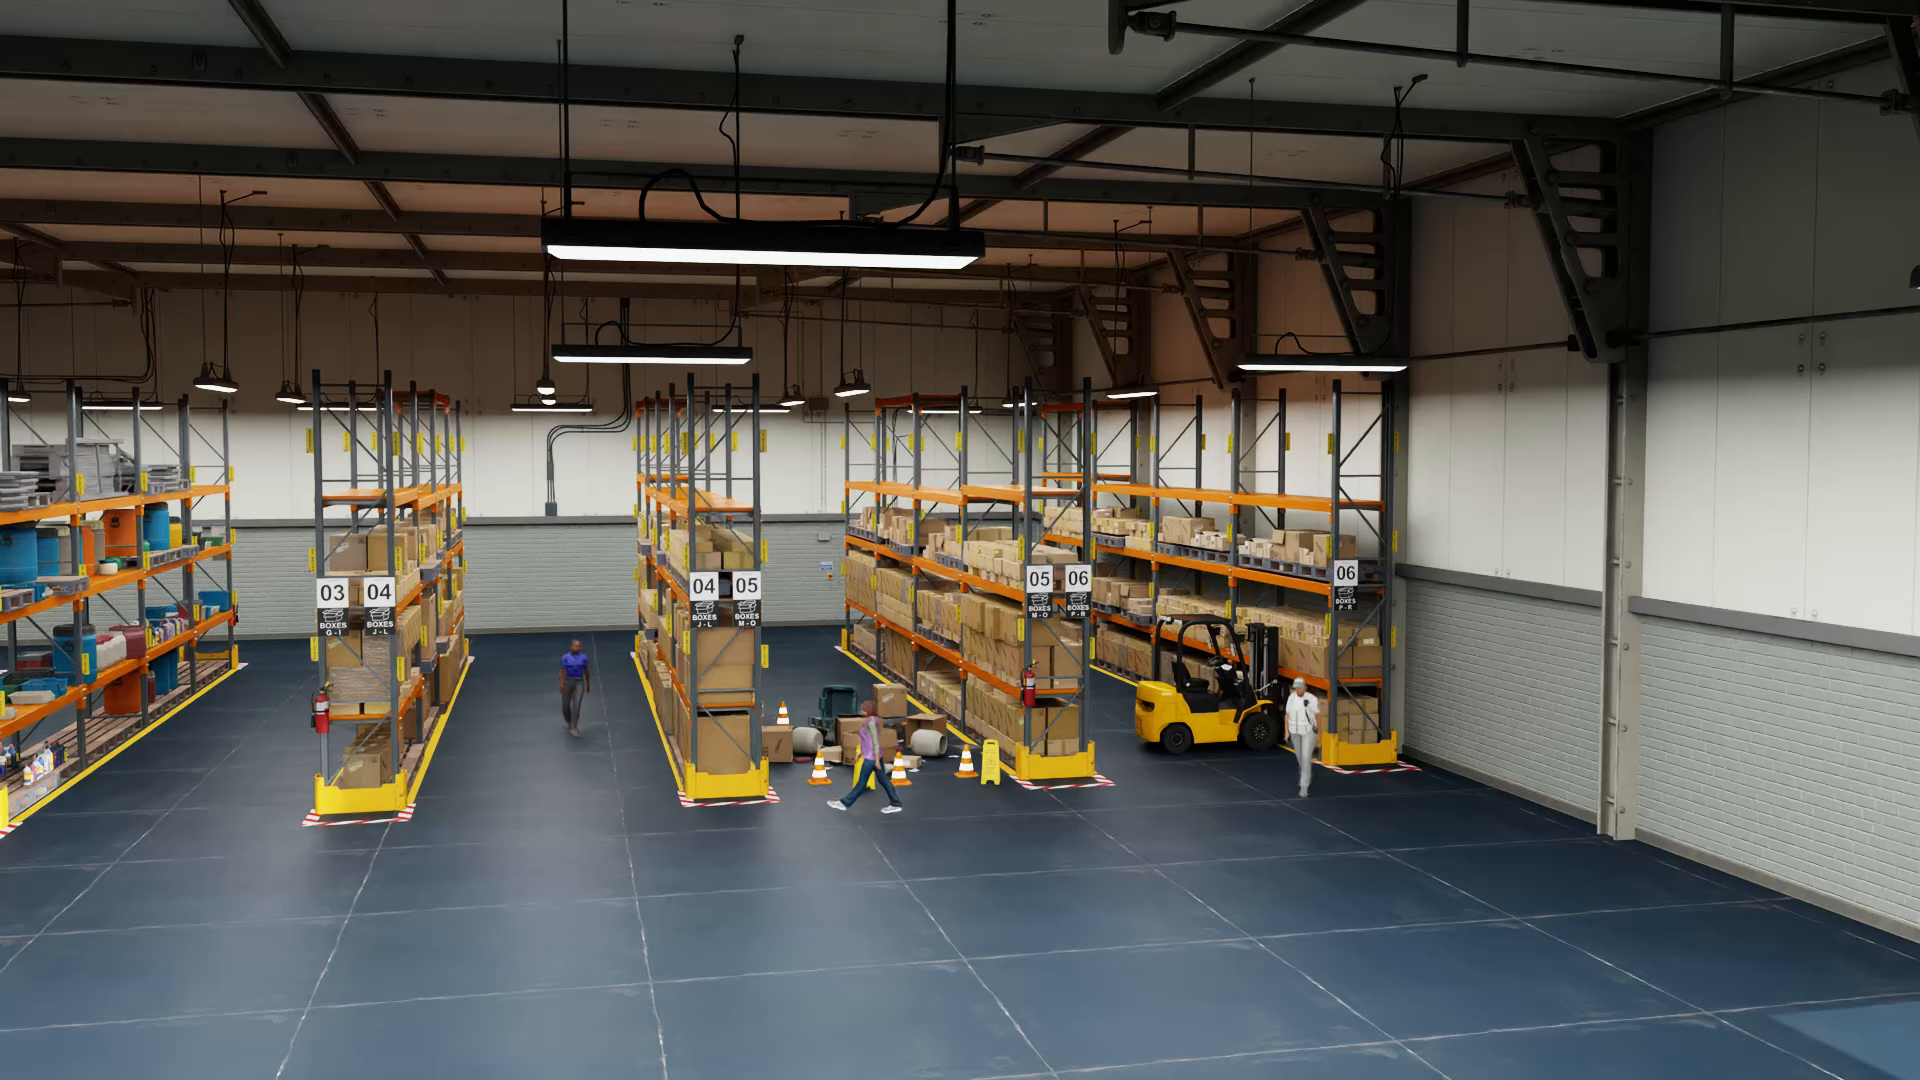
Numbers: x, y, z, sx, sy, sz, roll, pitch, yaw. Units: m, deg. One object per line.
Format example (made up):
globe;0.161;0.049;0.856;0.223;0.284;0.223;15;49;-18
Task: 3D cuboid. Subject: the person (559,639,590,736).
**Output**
person;-6.688;2.536;28.847;0.538;1.650;0.785;-1;3;-17

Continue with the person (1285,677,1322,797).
person;4.939;2.792;23.971;0.539;1.643;0.836;3;4;40

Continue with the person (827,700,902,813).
person;-1.273;2.918;22.435;0.980;1.544;0.435;0;3;8
